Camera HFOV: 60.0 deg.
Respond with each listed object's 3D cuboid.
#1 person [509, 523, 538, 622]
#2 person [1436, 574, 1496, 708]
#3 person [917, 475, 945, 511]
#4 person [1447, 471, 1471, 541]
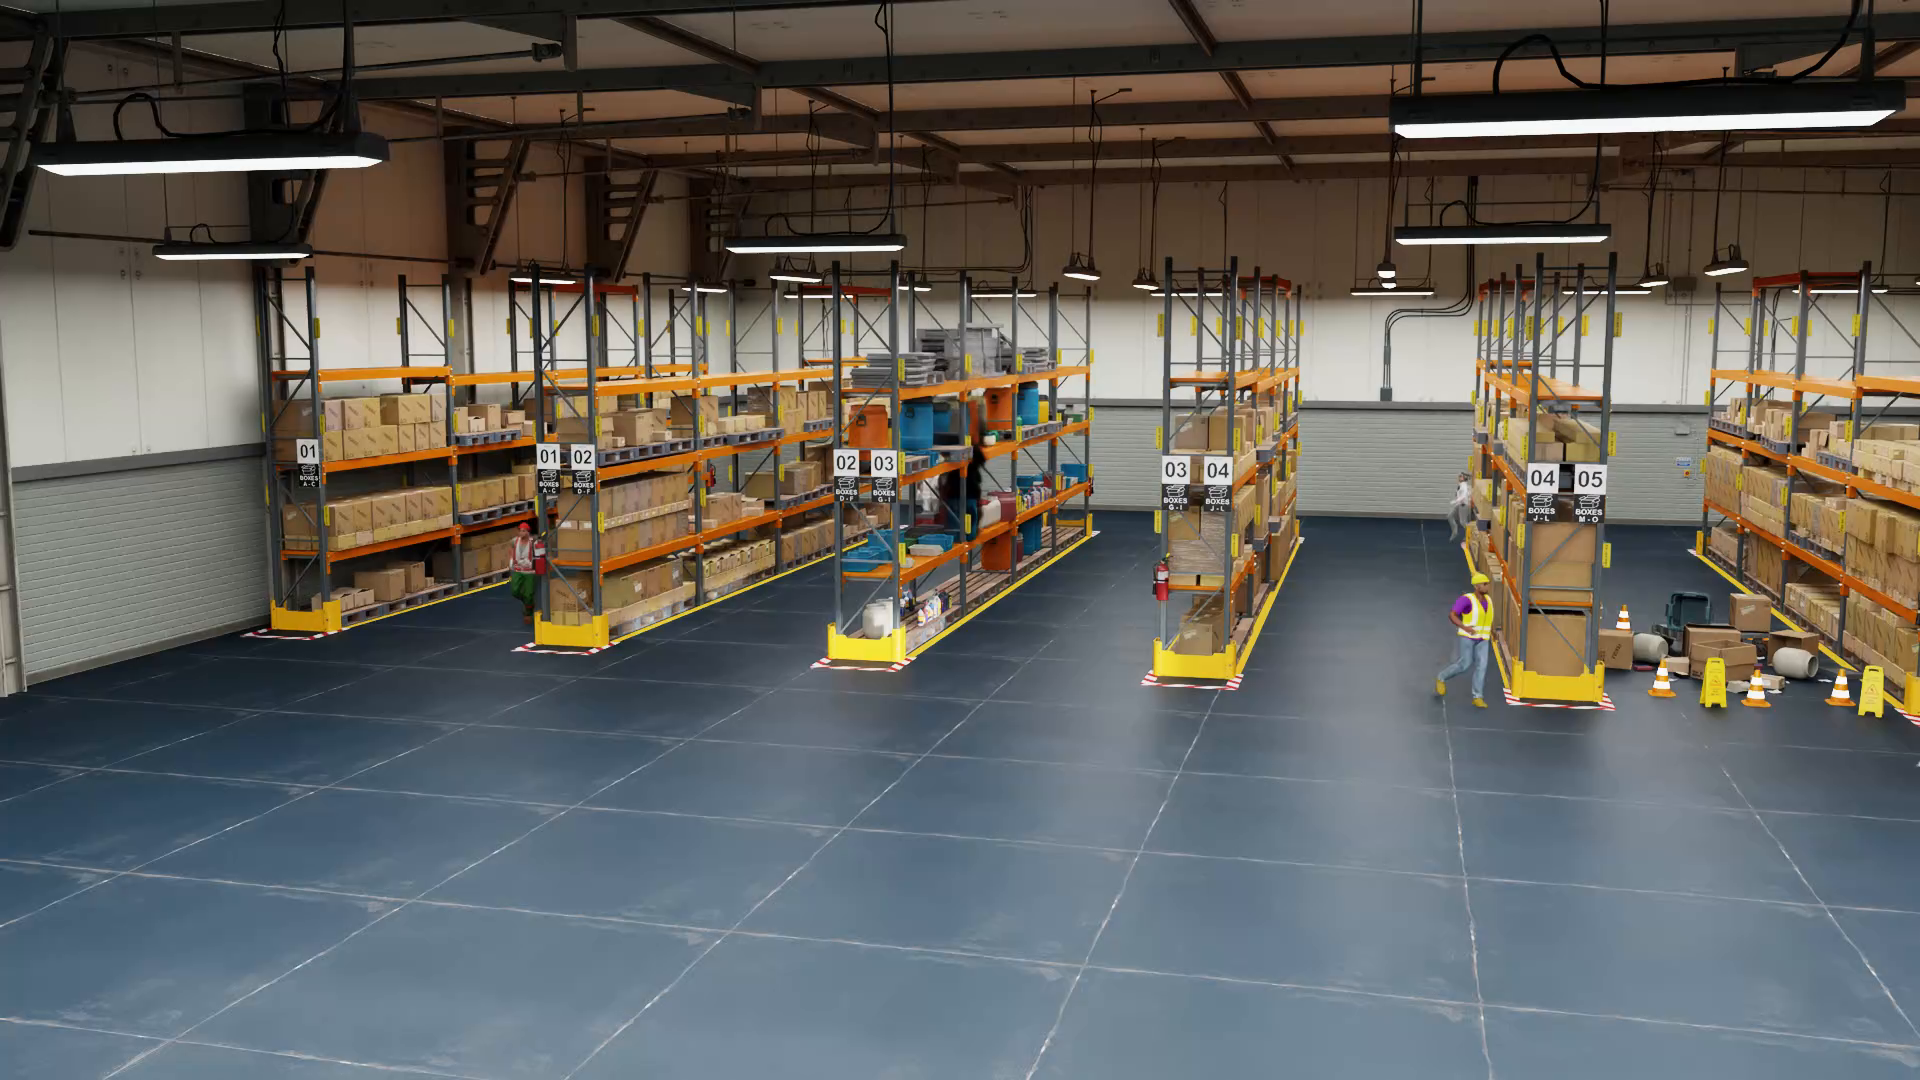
[{"bbox_3d":[-7.414,0.564,28.224,0.708,1.726,0.663,2,7,12],"label":"person"},{"bbox_3d":[6.915,1.319,22.284,0.765,1.729,0.947,-3,8,-21],"label":"person"},{"bbox_3d":[-0.702,-0.946,39.913,0.665,1.847,0.806,0,7,-4],"label":"person"},{"bbox_3d":[11.818,-0.783,39.126,0.649,1.699,0.624,2,7,13],"label":"person"}]
